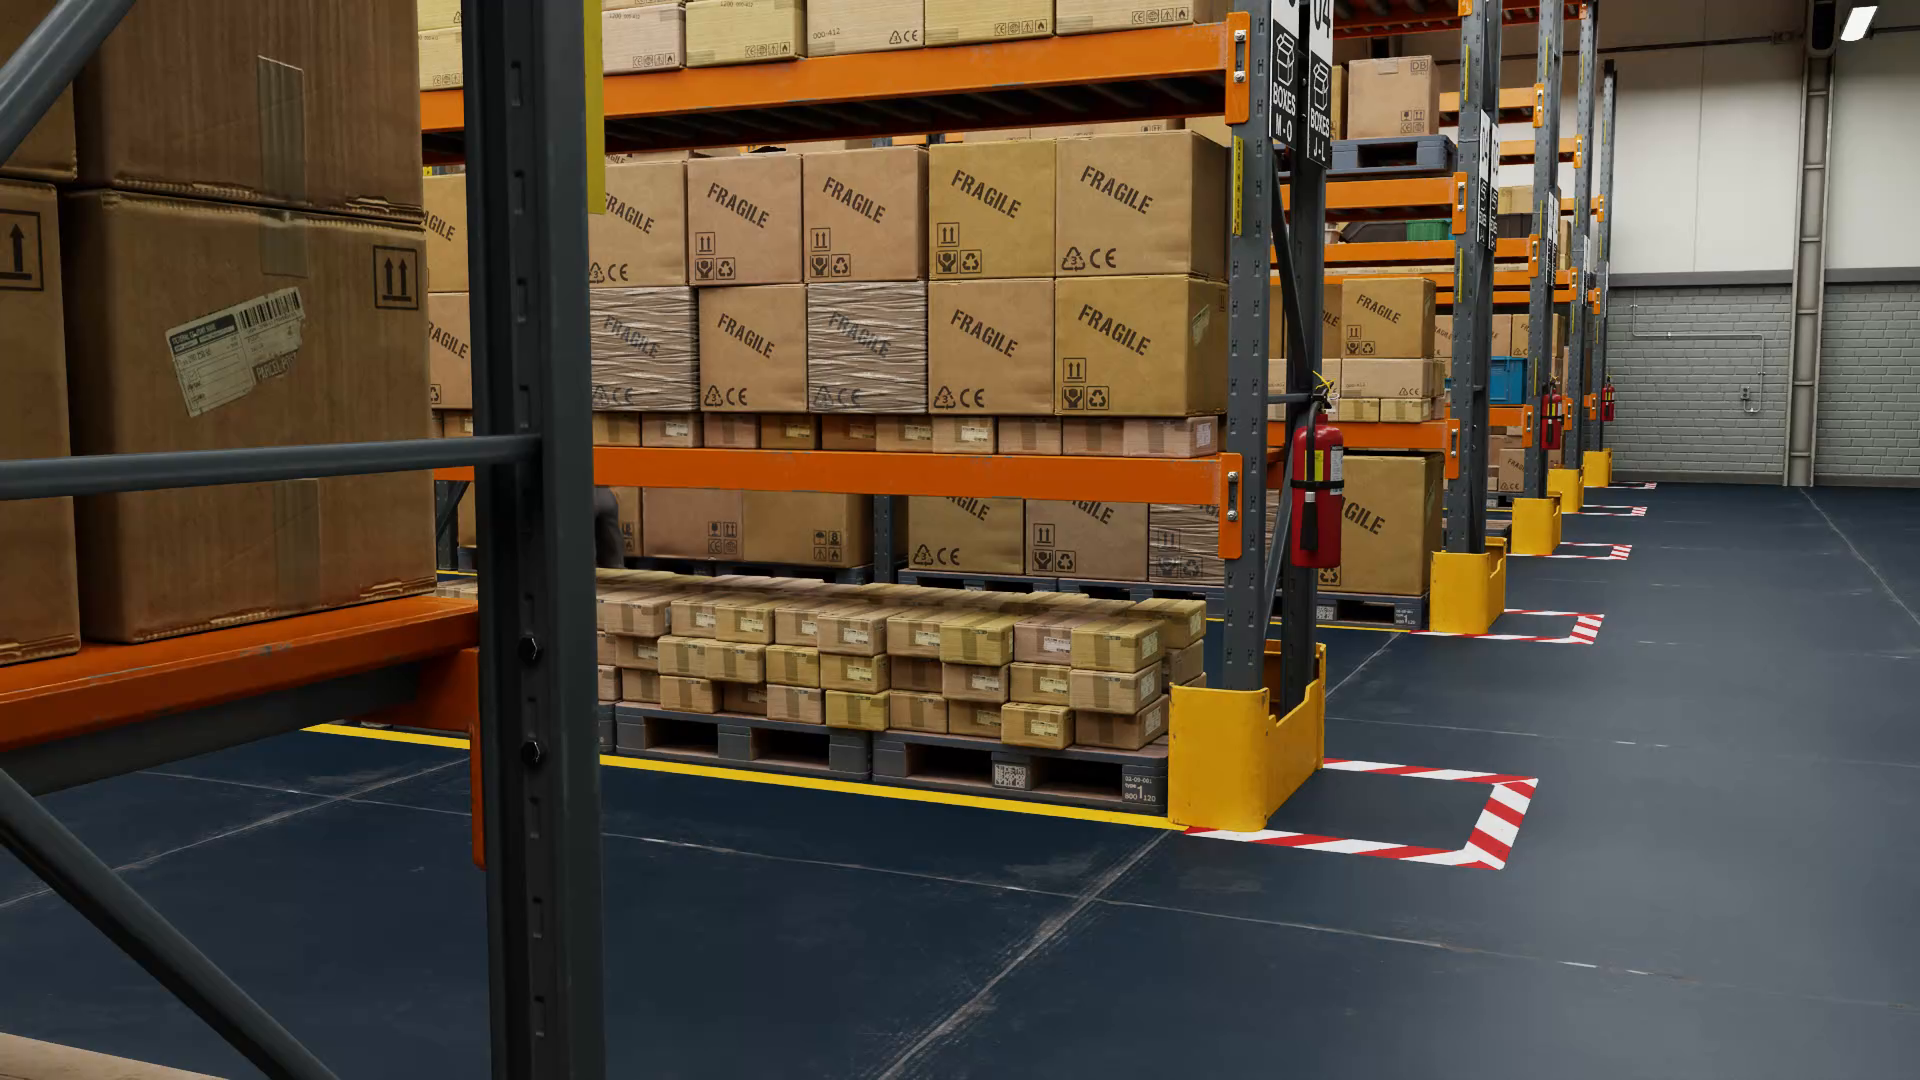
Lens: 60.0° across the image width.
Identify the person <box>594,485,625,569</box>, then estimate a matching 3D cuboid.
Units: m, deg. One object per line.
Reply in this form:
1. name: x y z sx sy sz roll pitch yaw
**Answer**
1. person: -2.228 -0.182 9.607 0.952 1.589 0.510 4 7 32
